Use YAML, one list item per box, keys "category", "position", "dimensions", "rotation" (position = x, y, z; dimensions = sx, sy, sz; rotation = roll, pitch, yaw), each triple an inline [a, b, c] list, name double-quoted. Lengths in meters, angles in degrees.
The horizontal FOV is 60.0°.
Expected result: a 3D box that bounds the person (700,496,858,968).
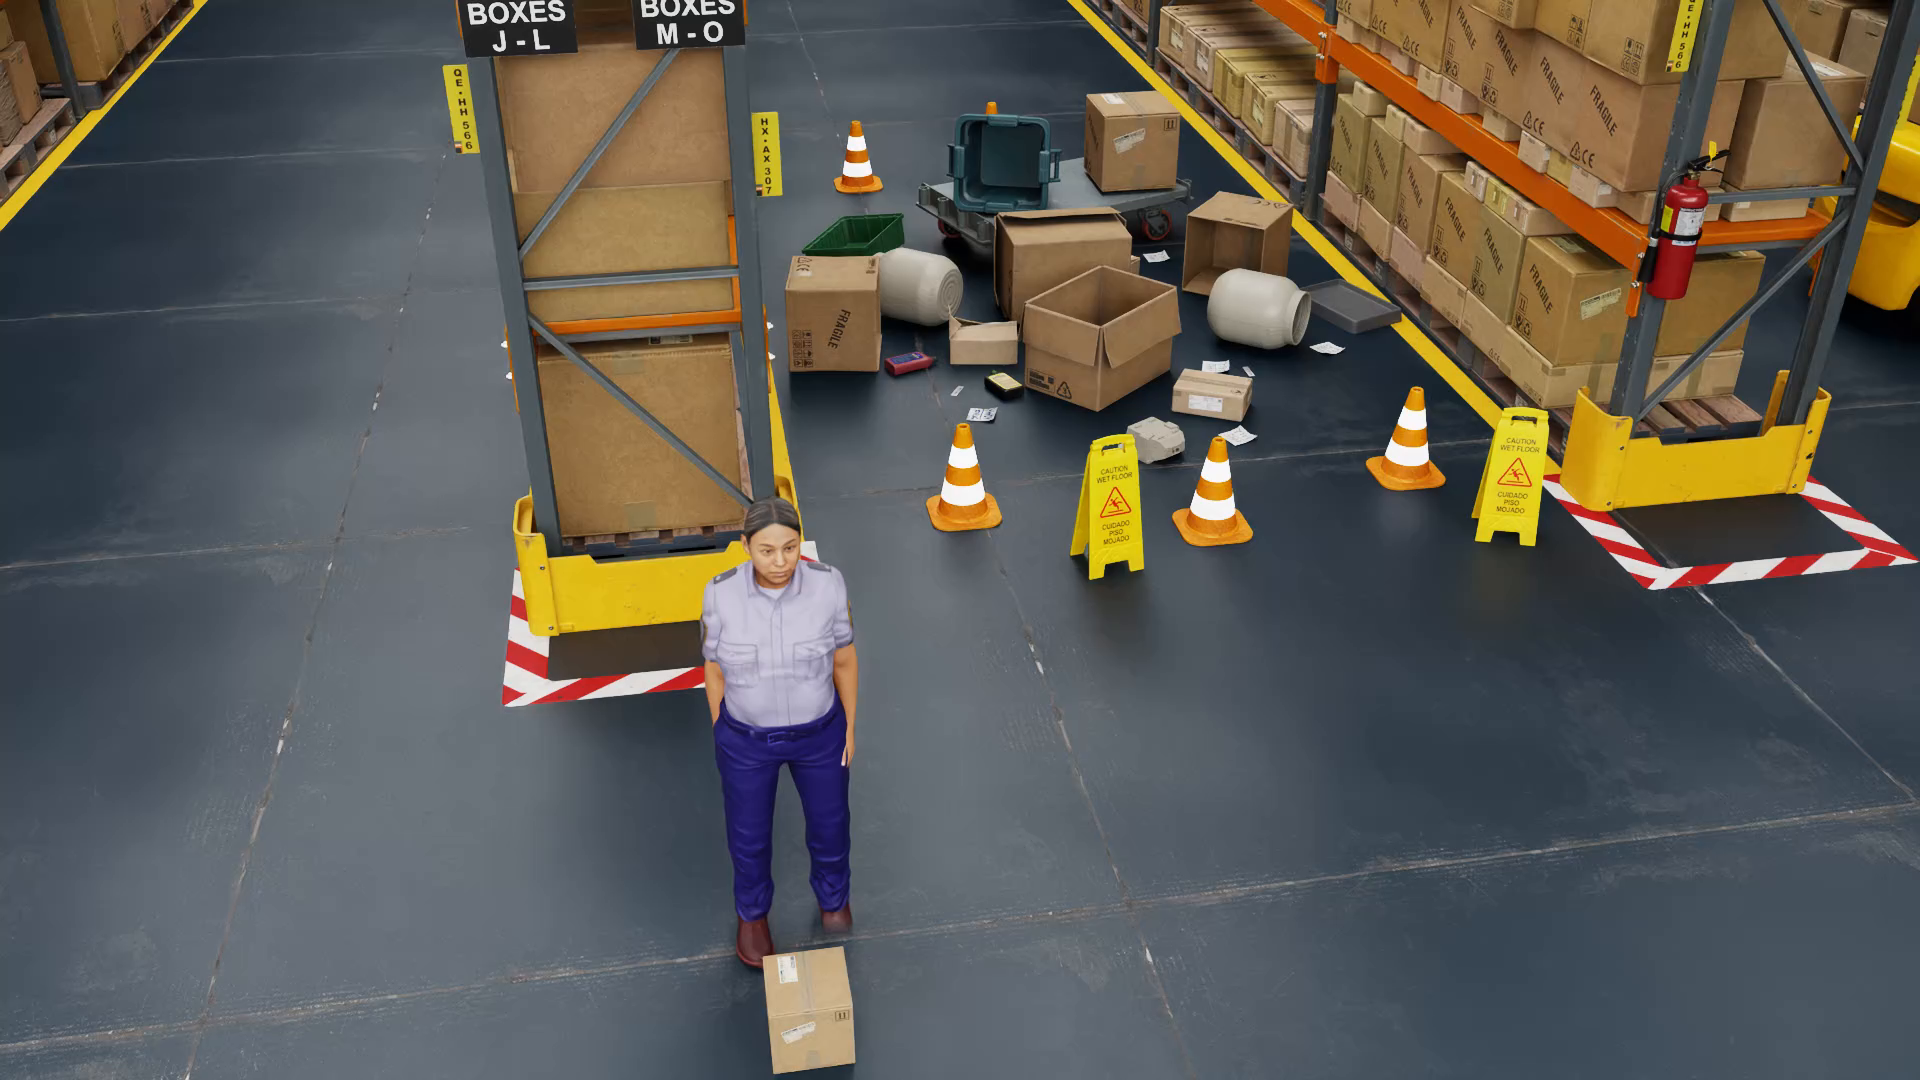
- category: "person"
  position: [-0.538, 0.622, 5.158]
  dimensions: [0.467, 1.691, 0.351]
  rotation: [-5, 31, -8]
